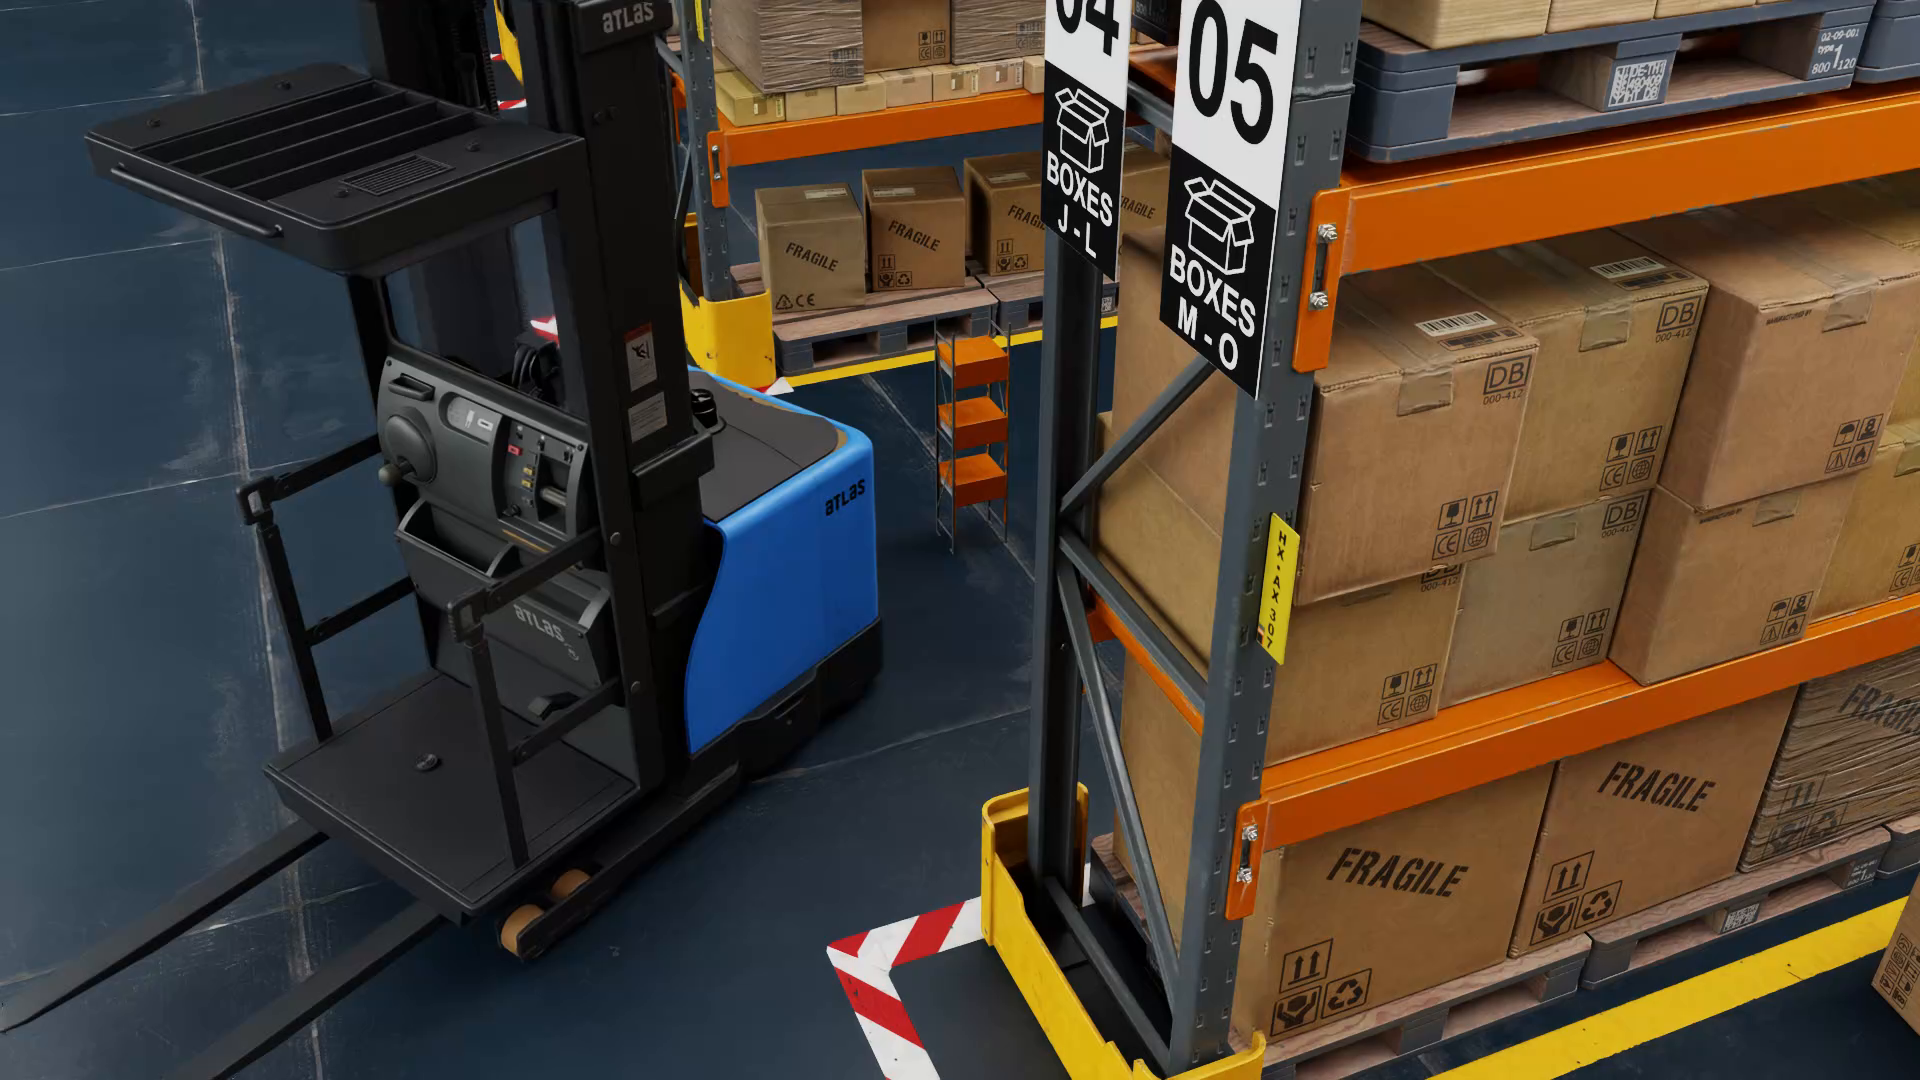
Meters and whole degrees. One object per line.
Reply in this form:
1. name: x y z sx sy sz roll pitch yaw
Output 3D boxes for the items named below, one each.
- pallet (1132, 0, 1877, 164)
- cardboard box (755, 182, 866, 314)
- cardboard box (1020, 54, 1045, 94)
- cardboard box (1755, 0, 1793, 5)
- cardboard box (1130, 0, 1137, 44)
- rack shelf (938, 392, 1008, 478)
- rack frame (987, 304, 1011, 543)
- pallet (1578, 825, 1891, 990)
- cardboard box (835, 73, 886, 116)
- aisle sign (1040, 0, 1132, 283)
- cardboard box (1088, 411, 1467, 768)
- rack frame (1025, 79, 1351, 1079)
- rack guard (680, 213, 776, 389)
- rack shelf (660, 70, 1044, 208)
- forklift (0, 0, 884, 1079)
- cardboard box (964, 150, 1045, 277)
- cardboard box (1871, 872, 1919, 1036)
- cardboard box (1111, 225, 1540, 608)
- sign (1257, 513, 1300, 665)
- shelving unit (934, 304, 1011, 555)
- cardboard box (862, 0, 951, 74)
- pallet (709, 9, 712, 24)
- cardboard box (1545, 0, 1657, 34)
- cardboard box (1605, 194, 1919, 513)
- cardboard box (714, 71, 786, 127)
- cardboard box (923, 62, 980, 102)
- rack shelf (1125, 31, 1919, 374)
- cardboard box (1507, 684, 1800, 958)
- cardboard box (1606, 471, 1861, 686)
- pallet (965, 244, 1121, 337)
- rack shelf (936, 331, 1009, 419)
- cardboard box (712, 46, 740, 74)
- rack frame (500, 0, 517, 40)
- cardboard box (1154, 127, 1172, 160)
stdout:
1. pallet: 1.134 -1.161 3.616 1.213 0.211 1.003 -13 35 -19
2. cardboard box: -0.791 -1.547 8.784 0.500 0.500 0.500 -7 34 -10
3. cardboard box: 0.402 -2.398 8.415 0.250 0.149 0.380 -13 35 -19
4. cardboard box: 1.593 -1.221 3.380 0.250 0.149 0.380 -13 35 -19
5. cardboard box: 0.502 -2.913 8.613 0.500 0.500 0.875 -13 35 -19
6. rack shelf: 0.049 -0.442 6.987 0.240 0.259 0.215 -13 35 -19
7. rack frame: 0.162 -0.477 7.021 0.008 1.050 0.200 -13 35 -19
8. pallet: 2.284 0.926 5.634 1.213 0.211 1.003 -13 35 -19
9. cardboard box: -0.544 -2.218 8.139 0.250 0.149 0.380 -13 35 -19
10. aisle sign: 0.272 -1.005 3.661 0.004 0.787 0.394 -13 35 -19
11. cardboard box: 0.778 0.057 4.275 0.550 0.550 0.875 -13 35 -19
12. rack frame: 0.454 0.221 4.161 0.127 3.000 1.000 -13 35 -19
13. rack guard: -1.303 -1.263 8.733 0.348 0.500 1.175 -13 35 -19
14. rack shelf: 0.471 -2.416 8.872 4.000 0.370 1.077 -13 35 -19
15. forklift: -1.581 -0.218 4.898 1.130 2.935 3.031 22 39 30
16. cardboard box: 0.332 -1.813 9.193 0.500 0.500 0.500 -10 34 -14
17. cardboard box: 3.108 1.266 4.843 0.500 0.500 0.500 -7 34 -11
18. cardboard box: 0.811 -0.354 3.916 0.550 0.550 0.875 -13 35 -19
19. sign: 0.663 0.105 3.472 0.005 0.325 0.100 -13 35 -19
20. shelving unit: 0.049 -0.451 6.981 0.252 1.050 0.215 -13 35 -19
21. cardboard box: -0.441 -2.730 8.331 0.500 0.500 0.875 -13 35 -19
22. pallet: -1.364 -4.081 13.328 1.213 0.211 1.003 -13 35 -19
23. cardboard box: 1.129 -1.115 3.216 0.250 0.149 0.380 -13 35 -18
24. cardboard box: 1.851 -0.566 4.242 0.550 0.550 0.875 -13 35 -19
25. cardboard box: -1.018 -2.130 8.003 0.250 0.149 0.380 -13 35 -19
26. cardboard box: -0.088 -2.331 8.312 0.250 0.149 0.380 -13 35 -19
27. rack shelf: 2.298 -1.157 4.188 4.000 0.370 1.077 -13 35 -19
28. cardboard box: 1.864 0.572 5.184 0.875 0.875 0.875 -13 35 -20
29. cardboard box: 1.842 -0.126 4.555 0.550 0.550 0.875 -13 35 -19
30. pallet: 0.583 -1.551 9.441 1.213 0.211 1.003 -13 35 -19
31. rack shelf: 0.049 -0.680 6.832 0.240 0.259 0.215 -13 35 -19
32. cardboard box: -1.190 -2.354 8.347 0.250 0.149 0.380 -13 35 -19
33. rack frame: -3.291 -4.786 11.855 0.127 3.000 1.000 -13 35 -19
34. cardboard box: 1.405 -2.079 9.601 0.500 0.500 0.500 -2 33 -4
